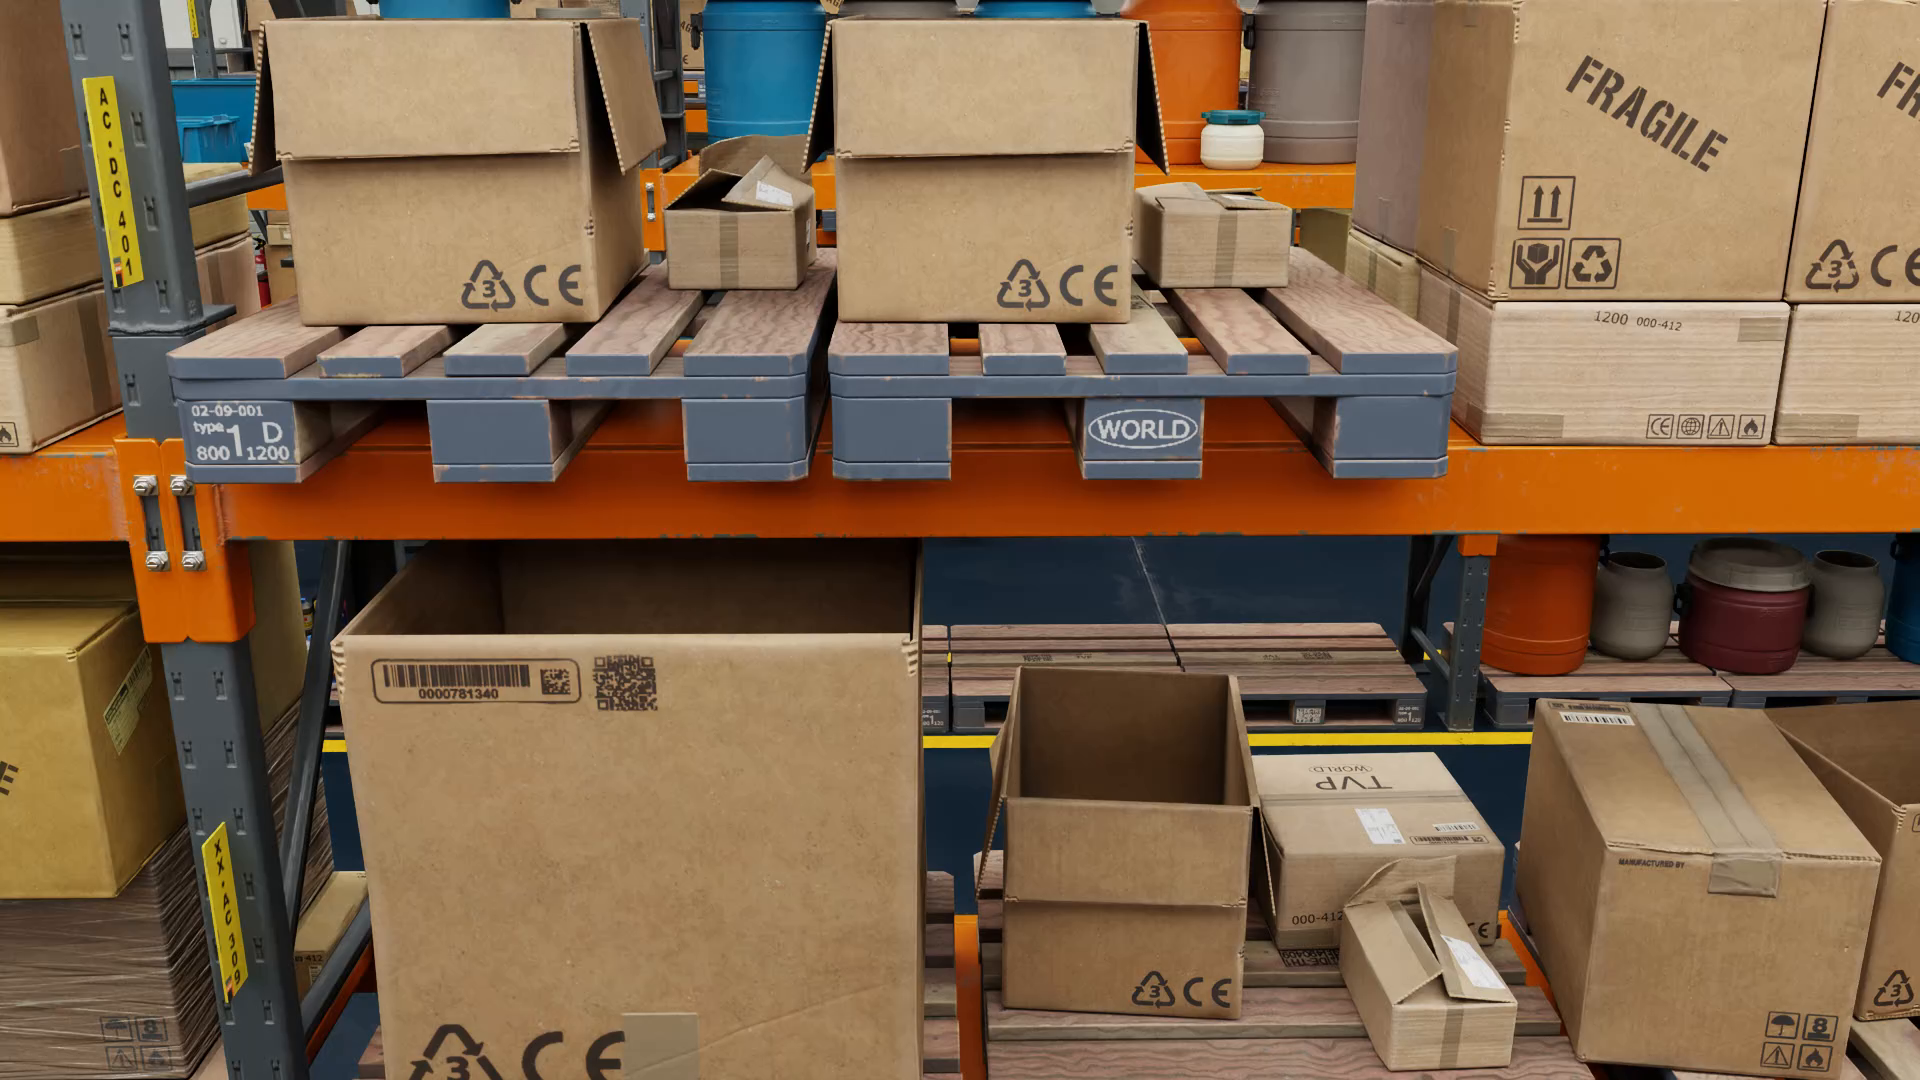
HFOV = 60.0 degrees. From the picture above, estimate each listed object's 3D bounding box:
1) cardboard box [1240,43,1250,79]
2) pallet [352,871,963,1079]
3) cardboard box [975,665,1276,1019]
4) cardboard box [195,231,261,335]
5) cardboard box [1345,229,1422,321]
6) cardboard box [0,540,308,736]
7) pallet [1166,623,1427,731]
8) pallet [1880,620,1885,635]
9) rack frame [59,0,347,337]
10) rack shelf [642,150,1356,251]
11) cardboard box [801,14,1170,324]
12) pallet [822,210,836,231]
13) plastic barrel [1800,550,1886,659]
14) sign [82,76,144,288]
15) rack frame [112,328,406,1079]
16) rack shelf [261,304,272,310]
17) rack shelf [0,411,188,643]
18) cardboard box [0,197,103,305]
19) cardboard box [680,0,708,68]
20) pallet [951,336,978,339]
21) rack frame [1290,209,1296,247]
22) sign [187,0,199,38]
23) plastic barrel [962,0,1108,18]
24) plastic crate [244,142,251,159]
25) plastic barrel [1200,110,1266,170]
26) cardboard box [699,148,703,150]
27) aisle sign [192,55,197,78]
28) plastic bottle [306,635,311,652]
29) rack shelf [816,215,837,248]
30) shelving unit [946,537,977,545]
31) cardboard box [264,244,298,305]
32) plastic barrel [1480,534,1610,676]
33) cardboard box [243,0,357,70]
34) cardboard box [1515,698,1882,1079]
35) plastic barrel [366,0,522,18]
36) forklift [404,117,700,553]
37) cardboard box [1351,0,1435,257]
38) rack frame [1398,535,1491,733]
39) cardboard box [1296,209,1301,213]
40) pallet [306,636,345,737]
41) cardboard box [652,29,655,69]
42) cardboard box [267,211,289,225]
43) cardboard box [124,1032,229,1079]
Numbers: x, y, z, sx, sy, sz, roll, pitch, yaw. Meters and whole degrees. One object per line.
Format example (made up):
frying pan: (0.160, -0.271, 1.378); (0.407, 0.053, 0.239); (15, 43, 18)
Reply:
cardboard box: (2.021, -3.648, 12.655); (0.500, 0.250, 0.500); (-2, 18, -5)
pallet: (-0.606, 1.067, 3.625); (1.213, 0.211, 1.003); (0, 18, -1)
cardboard box: (0.359, 0.649, 3.757); (0.637, 0.503, 0.797); (2, 18, 5)
cardboard box: (-1.827, -0.498, 3.525); (0.500, 0.250, 0.500); (-1, 18, -3)
cardboard box: (1.126, -0.509, 3.559); (0.500, 0.250, 0.500); (0, 18, 0)
cardboard box: (-1.827, 0.194, 3.745); (0.500, 0.500, 0.500); (0, 18, -1)
pallet: (1.773, 0.722, 8.950); (1.213, 0.211, 1.003); (0, 18, -1)
pallet: (5.776, 0.702, 9.013); (1.213, 0.211, 1.003); (0, 18, -1)
rack frame: (-1.373, -1.922, 2.807); (0.127, 3.000, 1.000); (0, 18, -1)
rack shelf: (0.549, -1.673, 8.120); (4.000, 0.370, 1.077); (0, 18, -1)
cardboard box: (0.041, -0.720, 3.113); (0.637, 0.503, 0.797); (0, 18, 1)
pallet: (-0.841, -3.472, 17.773); (1.213, 0.211, 1.003); (0, 18, -1)
plastic barrel: (4.730, 0.344, 8.949); (0.421, 0.512, 0.421); (0, 18, 0)
sign: (-1.356, -0.574, 2.669); (0.005, 0.325, 0.100); (0, 18, -1)
rack frame: (-1.373, 0.935, 3.723); (0.127, 3.000, 1.000); (0, 18, -1)
rack shelf: (-3.525, -1.739, 13.235); (4.000, 0.370, 1.077); (0, 18, -1)
rack shelf: (-3.372, -0.141, 3.345); (4.000, 0.370, 1.077); (0, 18, -1)
cardboard box: (-1.693, -0.522, 2.947); (0.250, 0.149, 0.380); (0, 18, 1)
cardboard box: (-2.033, -3.911, 12.839); (0.500, 0.500, 0.500); (1, 18, 4)
pallet: (0.394, -2.287, 18.331); (1.213, 0.211, 1.003); (0, 18, -1)
rack frame: (2.474, -2.110, 13.215); (0.127, 3.000, 1.000); (0, 18, -1)
sign: (-5.522, -3.784, 11.962); (0.005, 0.325, 0.100); (0, 18, -1)
plastic barrel: (0.362, -2.320, 8.138); (0.708, 0.901, 0.600); (0, 18, -1)
plastic crate: (-3.049, -1.750, 7.612); (0.396, 0.136, 0.243); (0, 18, -1)
plastic barrel: (1.281, -1.882, 7.820); (0.301, 0.262, 0.301); (0, 18, 0)
cardboard box: (-2.598, -3.959, 17.964); (0.500, 0.500, 0.500); (0, 18, -1)
aisle sign: (-5.586, -3.216, 12.405); (0.004, 0.787, 0.394); (0, 18, -1)
plastic bottle: (-3.290, 0.616, 8.464); (0.097, 0.271, 0.097); (0, 18, 0)
rack shelf: (0.392, -3.271, 18.011); (4.000, 0.370, 1.077); (0, 18, -1)
shelving unit: (0.008, -0.429, 11.410); (0.210, 0.900, 0.258); (0, 18, -1)
cardboard box: (-5.058, -2.118, 13.074); (0.500, 0.500, 0.700); (0, 18, -1)
plastic barrel: (3.037, 0.229, 8.790); (0.708, 0.830, 0.600); (0, 18, -1)
cardboard box: (-4.950, -3.817, 12.540); (0.637, 0.503, 0.797); (1, 18, 3)
cardboard box: (1.531, 0.716, 3.554); (0.500, 0.500, 0.700); (2, 18, 7)
plastic barrel: (-2.448, -2.473, 7.927); (0.708, 0.901, 0.600); (0, 18, -1)
forklift: (-2.470, -1.292, 10.777); (3.031, 2.935, 1.130); (-2, 18, -7)
cardboard box: (1.143, -0.869, 3.453); (0.500, 0.500, 0.500); (-1, 18, -2)
rack frame: (2.549, -0.597, 8.499); (0.127, 3.000, 1.000); (0, 18, -1)
cardboard box: (3.406, -3.746, 17.630); (0.500, 0.500, 0.500); (0, 18, 1)
pallet: (-3.346, 0.747, 8.873); (1.213, 0.211, 1.003); (0, 18, -1)
cardboard box: (-3.168, -4.998, 17.112); (0.500, 0.500, 0.500); (-1, 18, -3)
cardboard box: (-5.005, -2.736, 12.877); (0.500, 0.500, 0.700); (0, 18, -1)
cardboard box: (-1.583, 1.145, 3.478); (0.250, 0.149, 0.380); (0, 18, -1)
